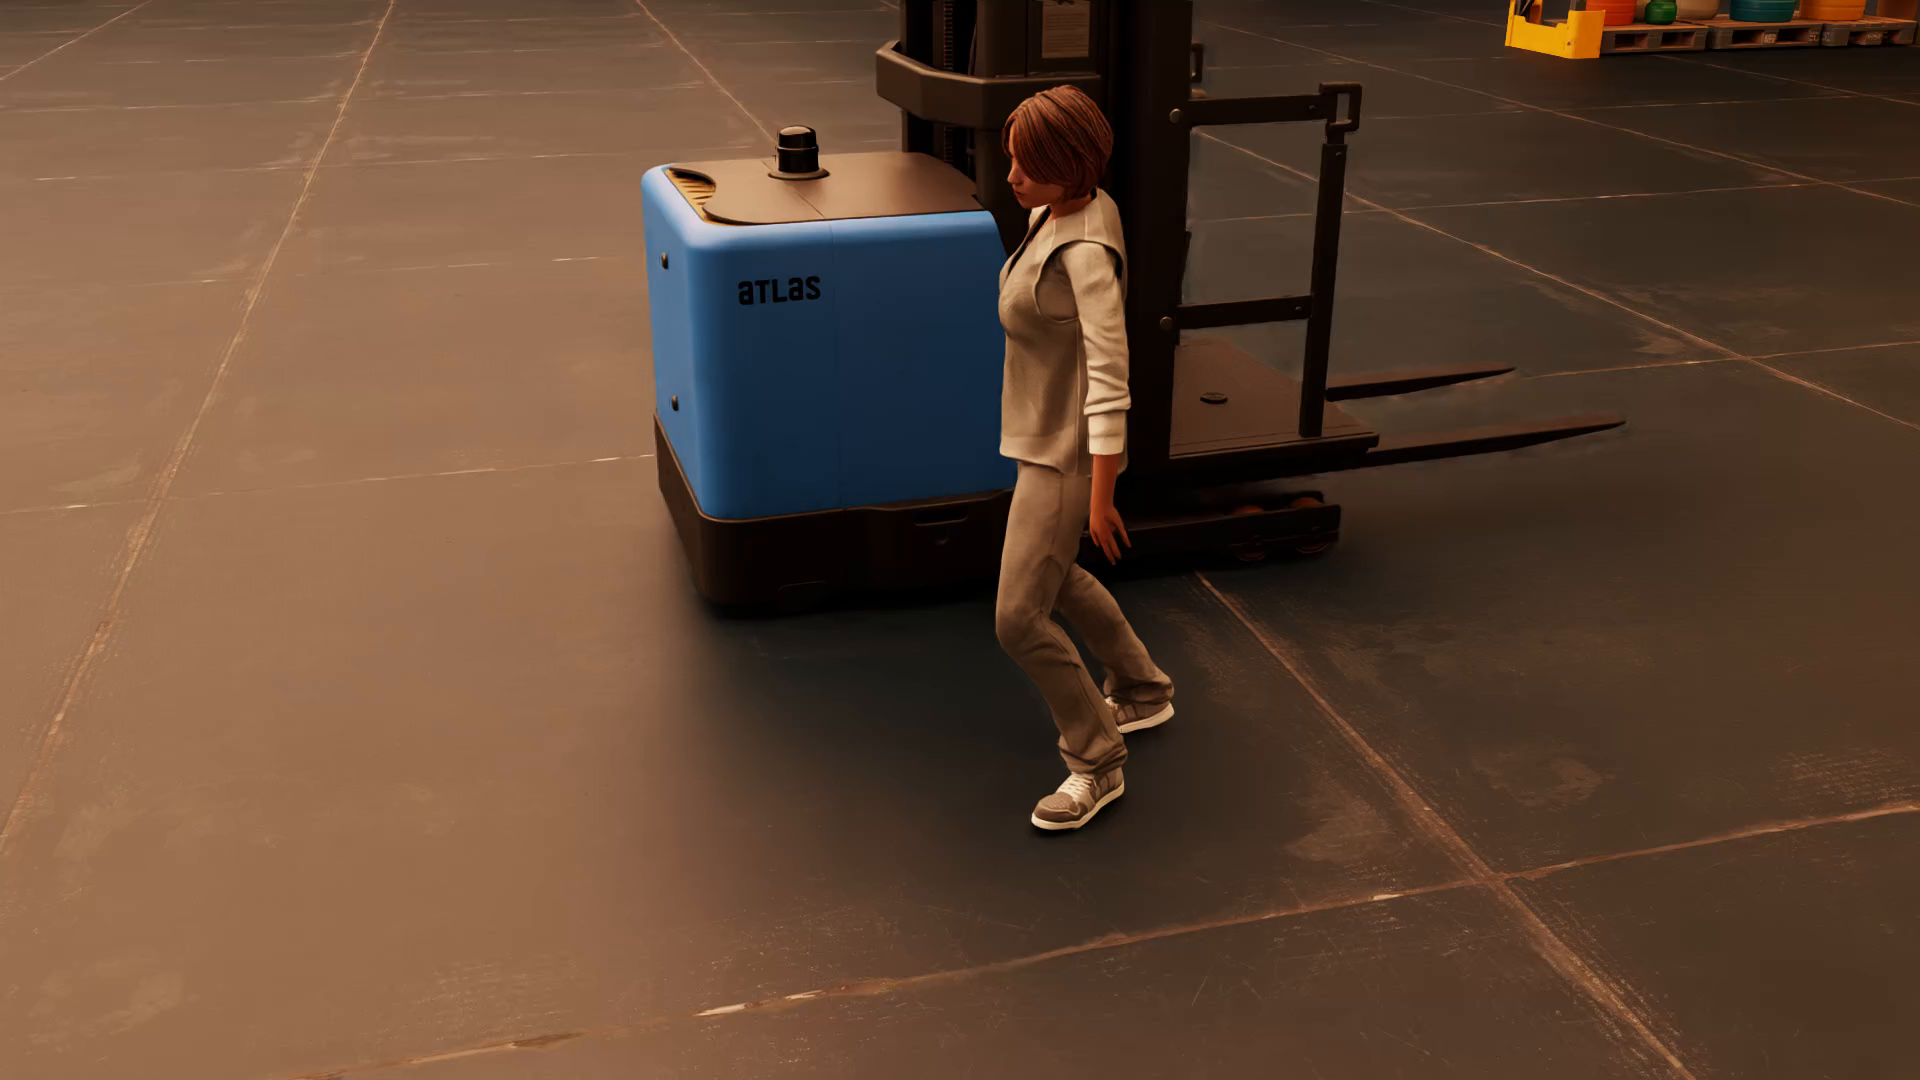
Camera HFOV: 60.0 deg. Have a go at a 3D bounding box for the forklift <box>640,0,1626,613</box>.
[{"bbox_3d":[0.617,-1.473,4.772,3.031,2.935,1.130,-7,24,-16],"label":"forklift"}]

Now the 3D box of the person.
[{"bbox_3d":[0.295,-0.194,3.604,0.428,1.567,0.732,1,23,2],"label":"person"}]
